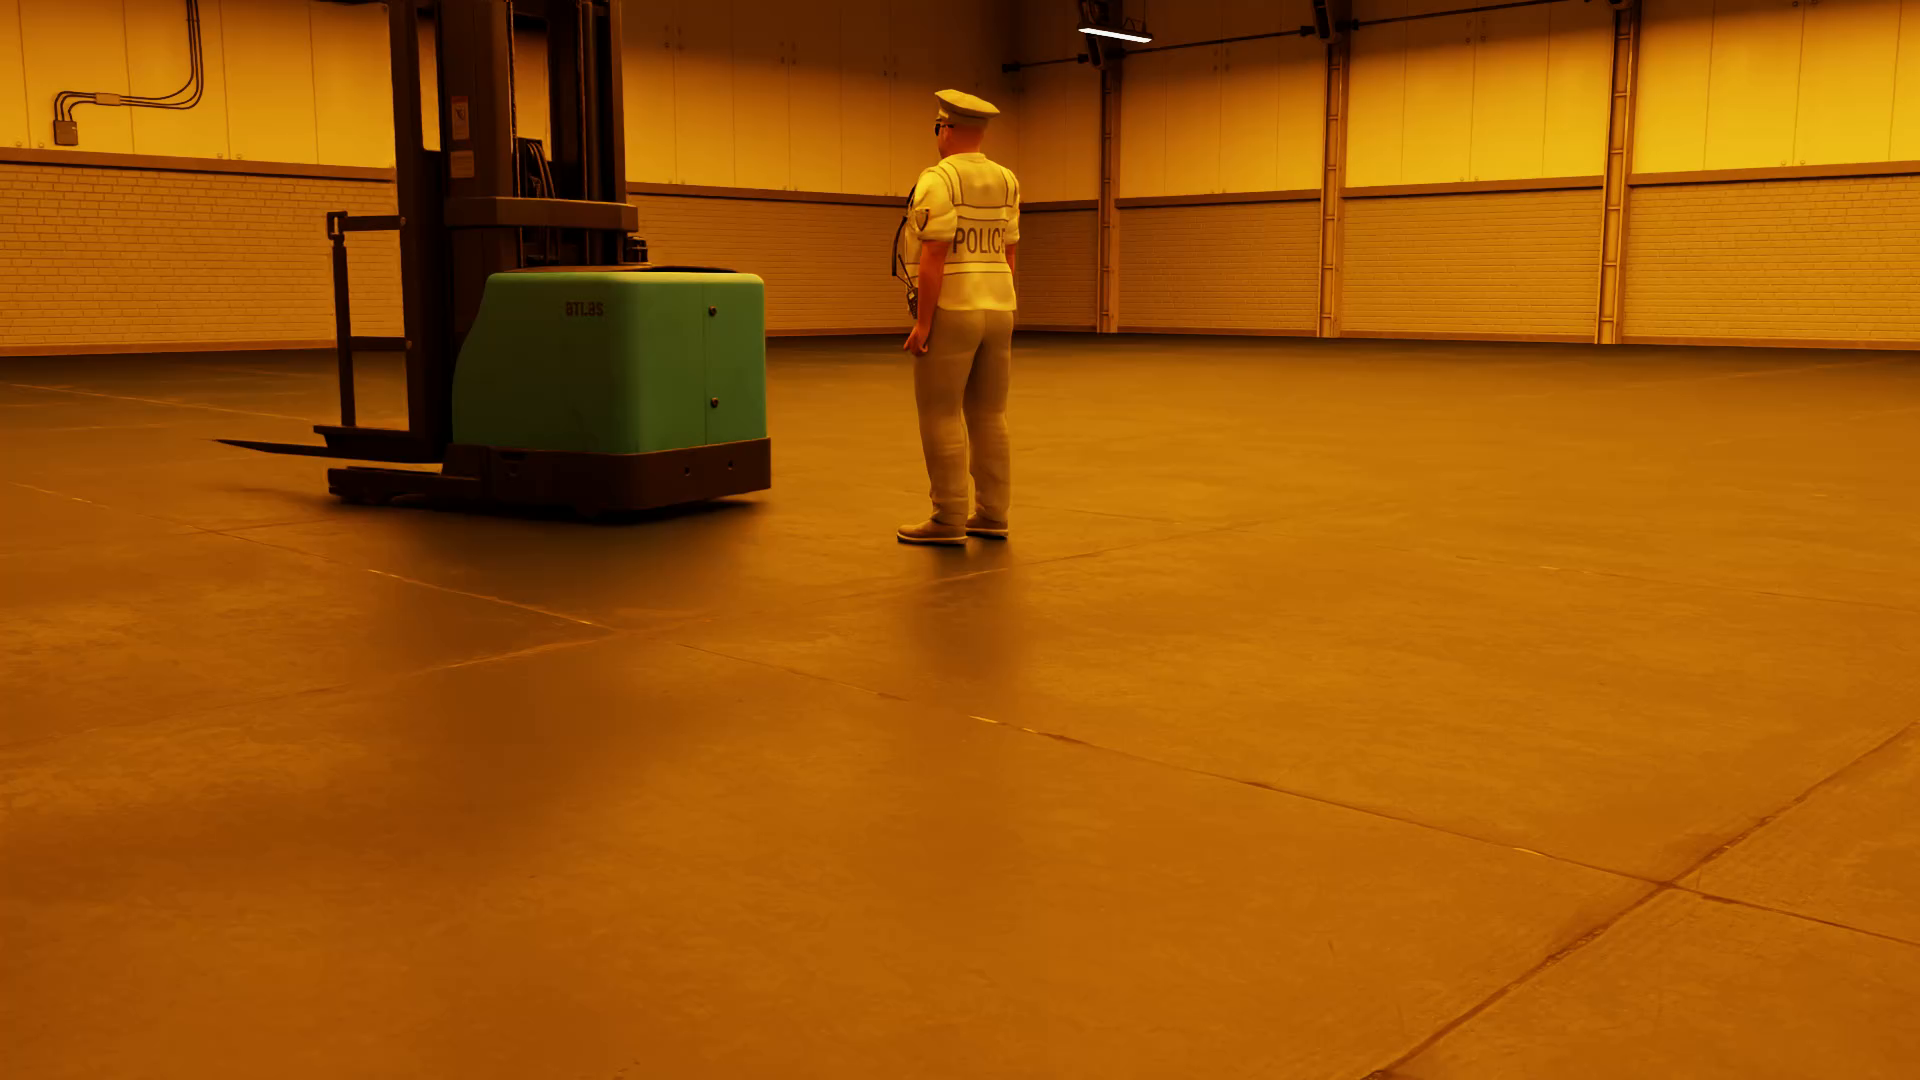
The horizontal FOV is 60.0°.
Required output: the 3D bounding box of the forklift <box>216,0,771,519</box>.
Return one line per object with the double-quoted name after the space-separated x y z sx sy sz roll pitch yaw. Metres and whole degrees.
-2.422 -1.679 8.023 3.031 2.935 1.130 5 10 31 "forklift"
